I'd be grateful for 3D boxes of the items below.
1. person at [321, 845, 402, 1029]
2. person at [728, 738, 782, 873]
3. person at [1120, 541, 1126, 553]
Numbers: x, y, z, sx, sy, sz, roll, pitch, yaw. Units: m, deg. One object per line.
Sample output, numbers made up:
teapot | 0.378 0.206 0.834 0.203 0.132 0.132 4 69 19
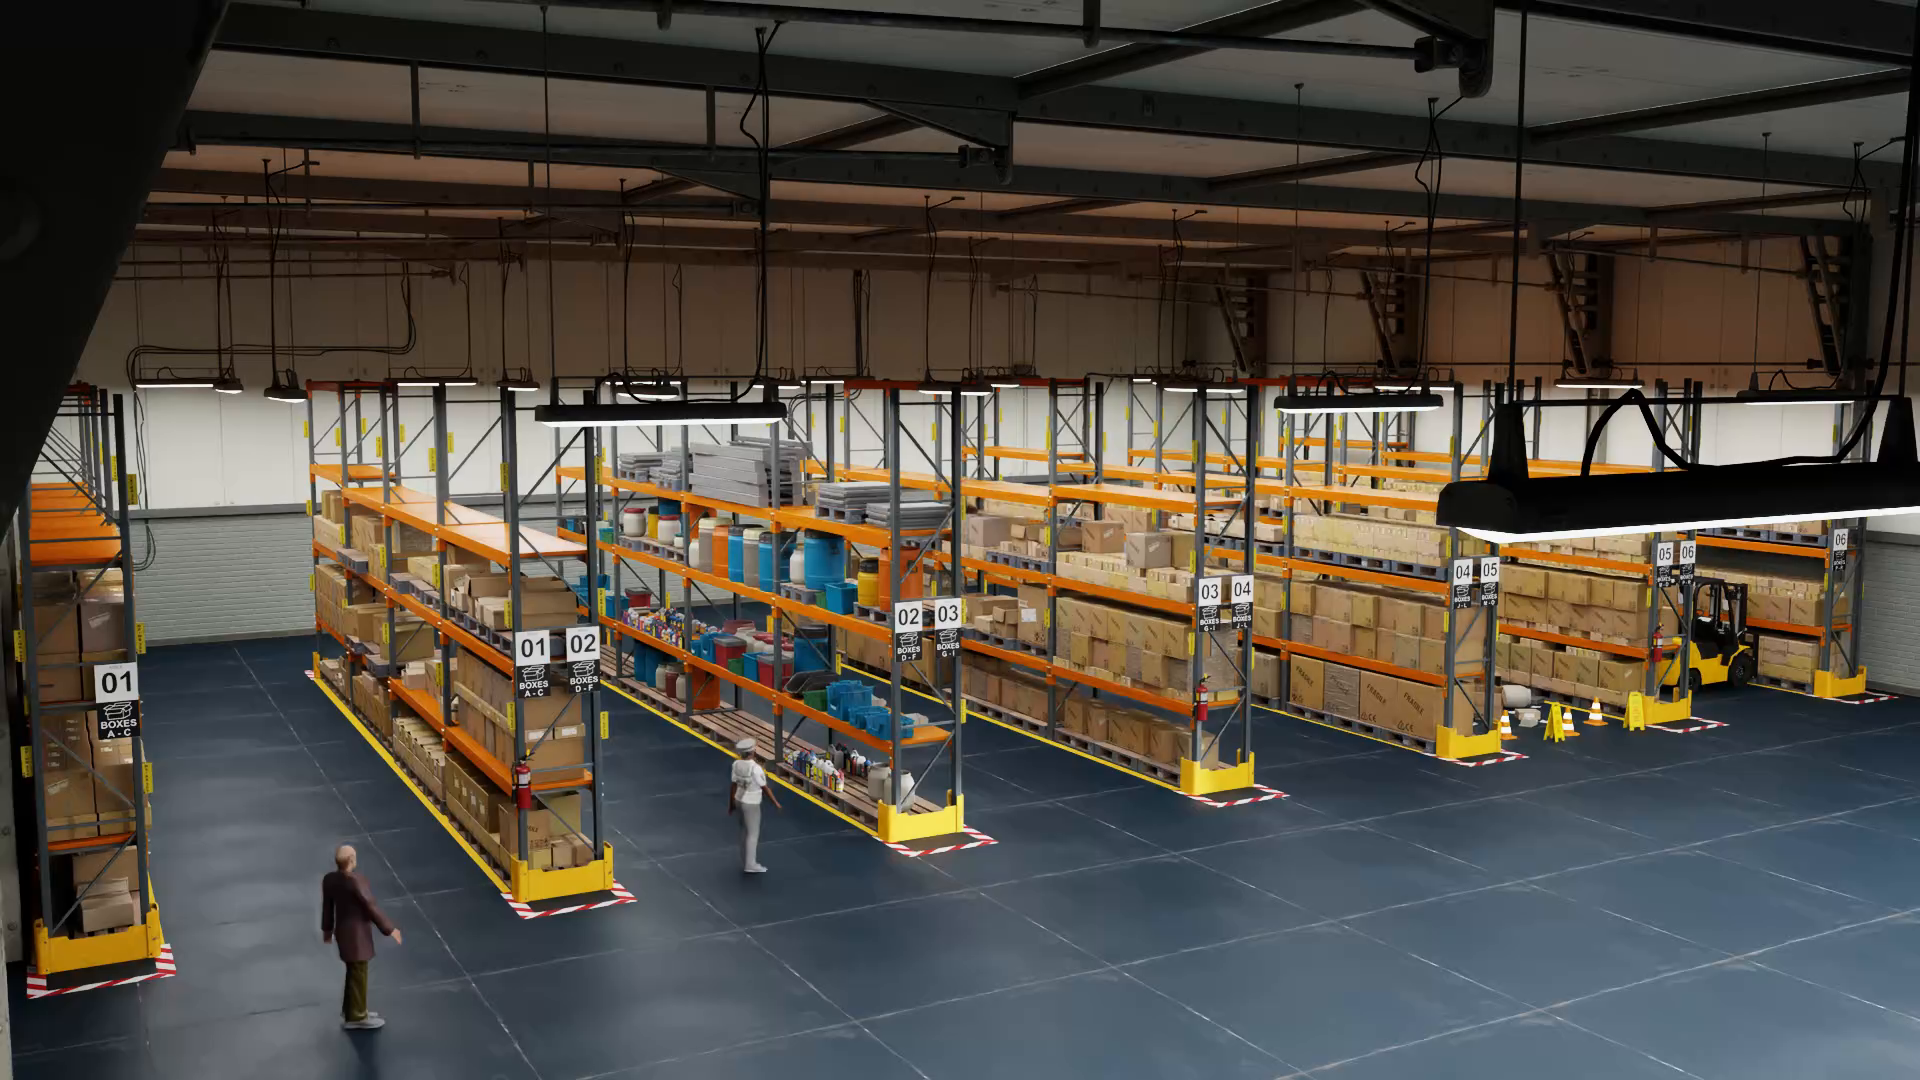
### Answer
person | -5.708 3.783 15.879 0.650 1.817 0.621 -4 7 -32
person | -2.553 3.312 20.757 0.559 1.701 0.488 -4 7 -31
person | 4.654 0.577 46.464 0.507 1.658 0.467 -5 8 -39
